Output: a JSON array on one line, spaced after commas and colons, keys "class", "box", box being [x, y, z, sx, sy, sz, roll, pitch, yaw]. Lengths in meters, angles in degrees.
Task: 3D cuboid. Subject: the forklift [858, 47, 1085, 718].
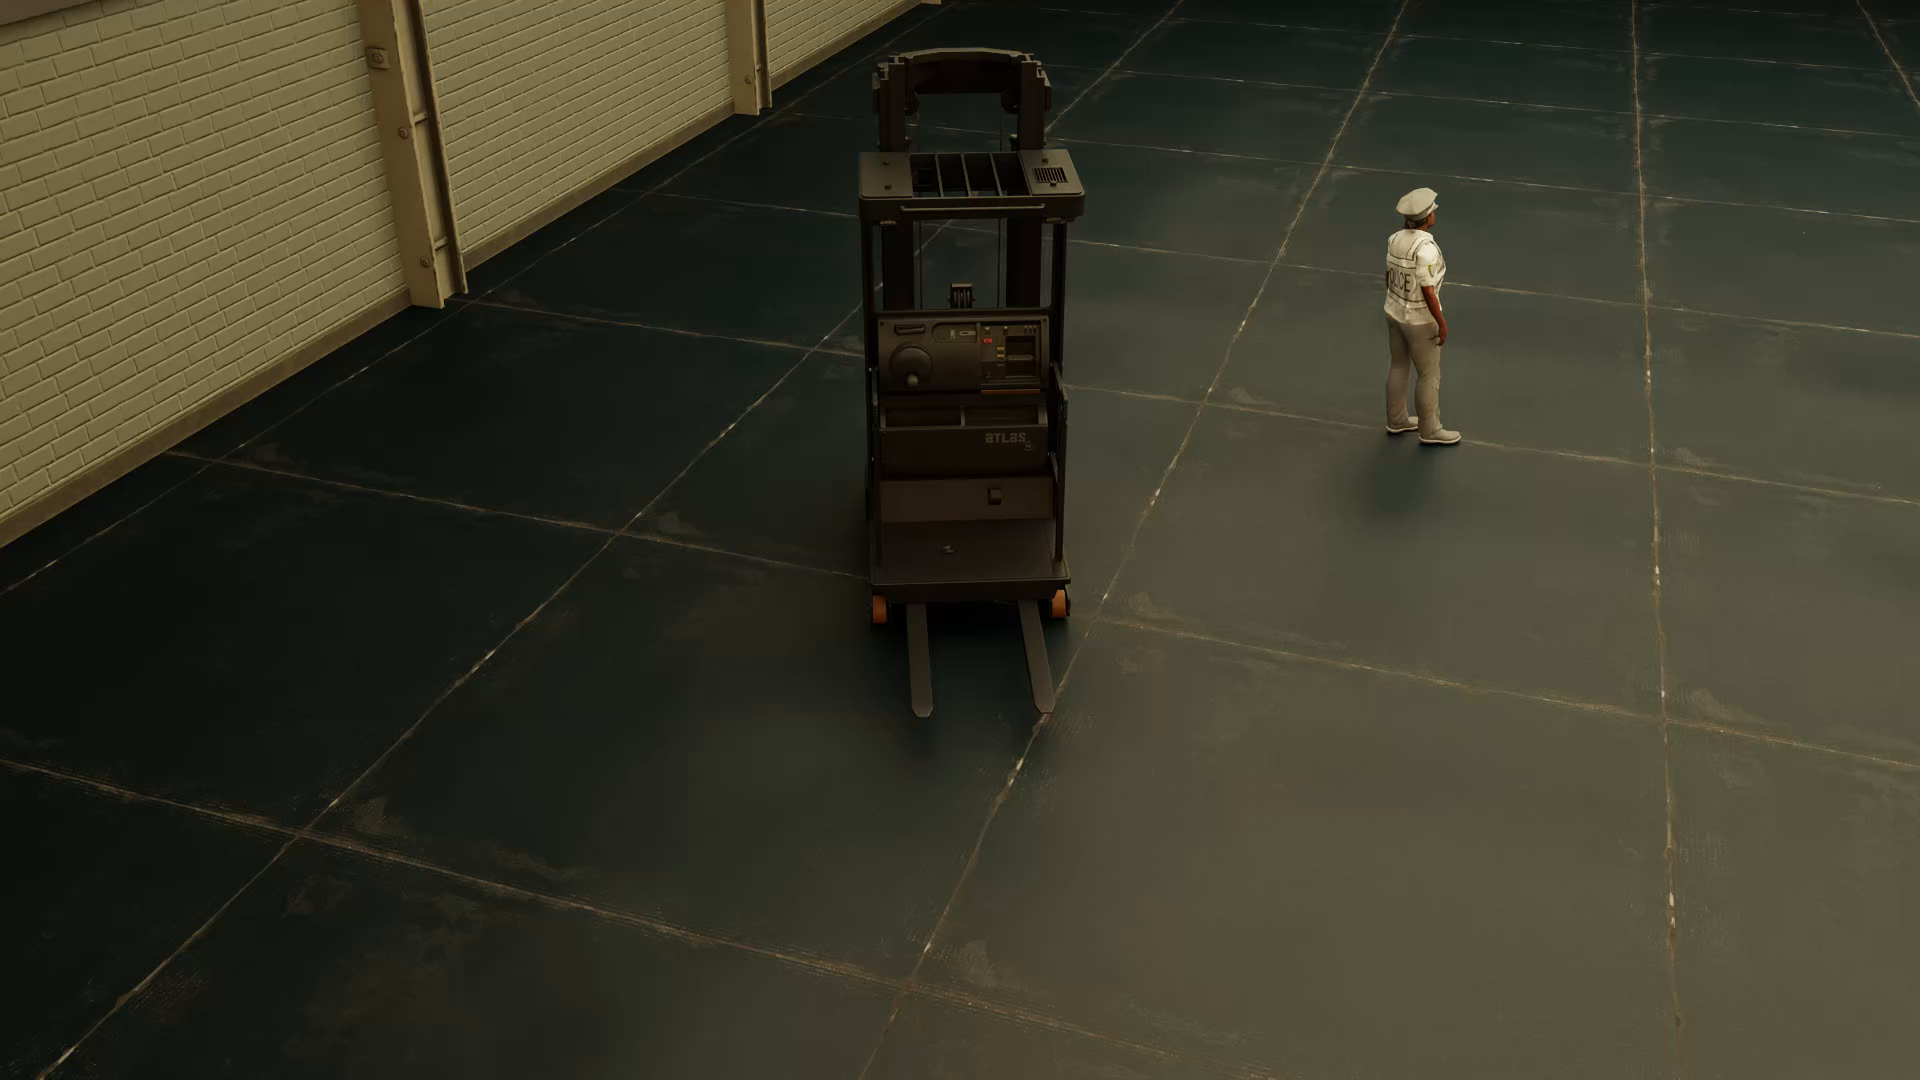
[{"class": "forklift", "box": [0.035, -0.972, 8.842, 1.130, 2.935, 3.031, -2, 30, -3]}]

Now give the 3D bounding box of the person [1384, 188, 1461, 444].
[{"class": "person", "box": [3.057, -1.480, 10.966, 0.530, 1.695, 0.570, -11, 32, -19]}]
